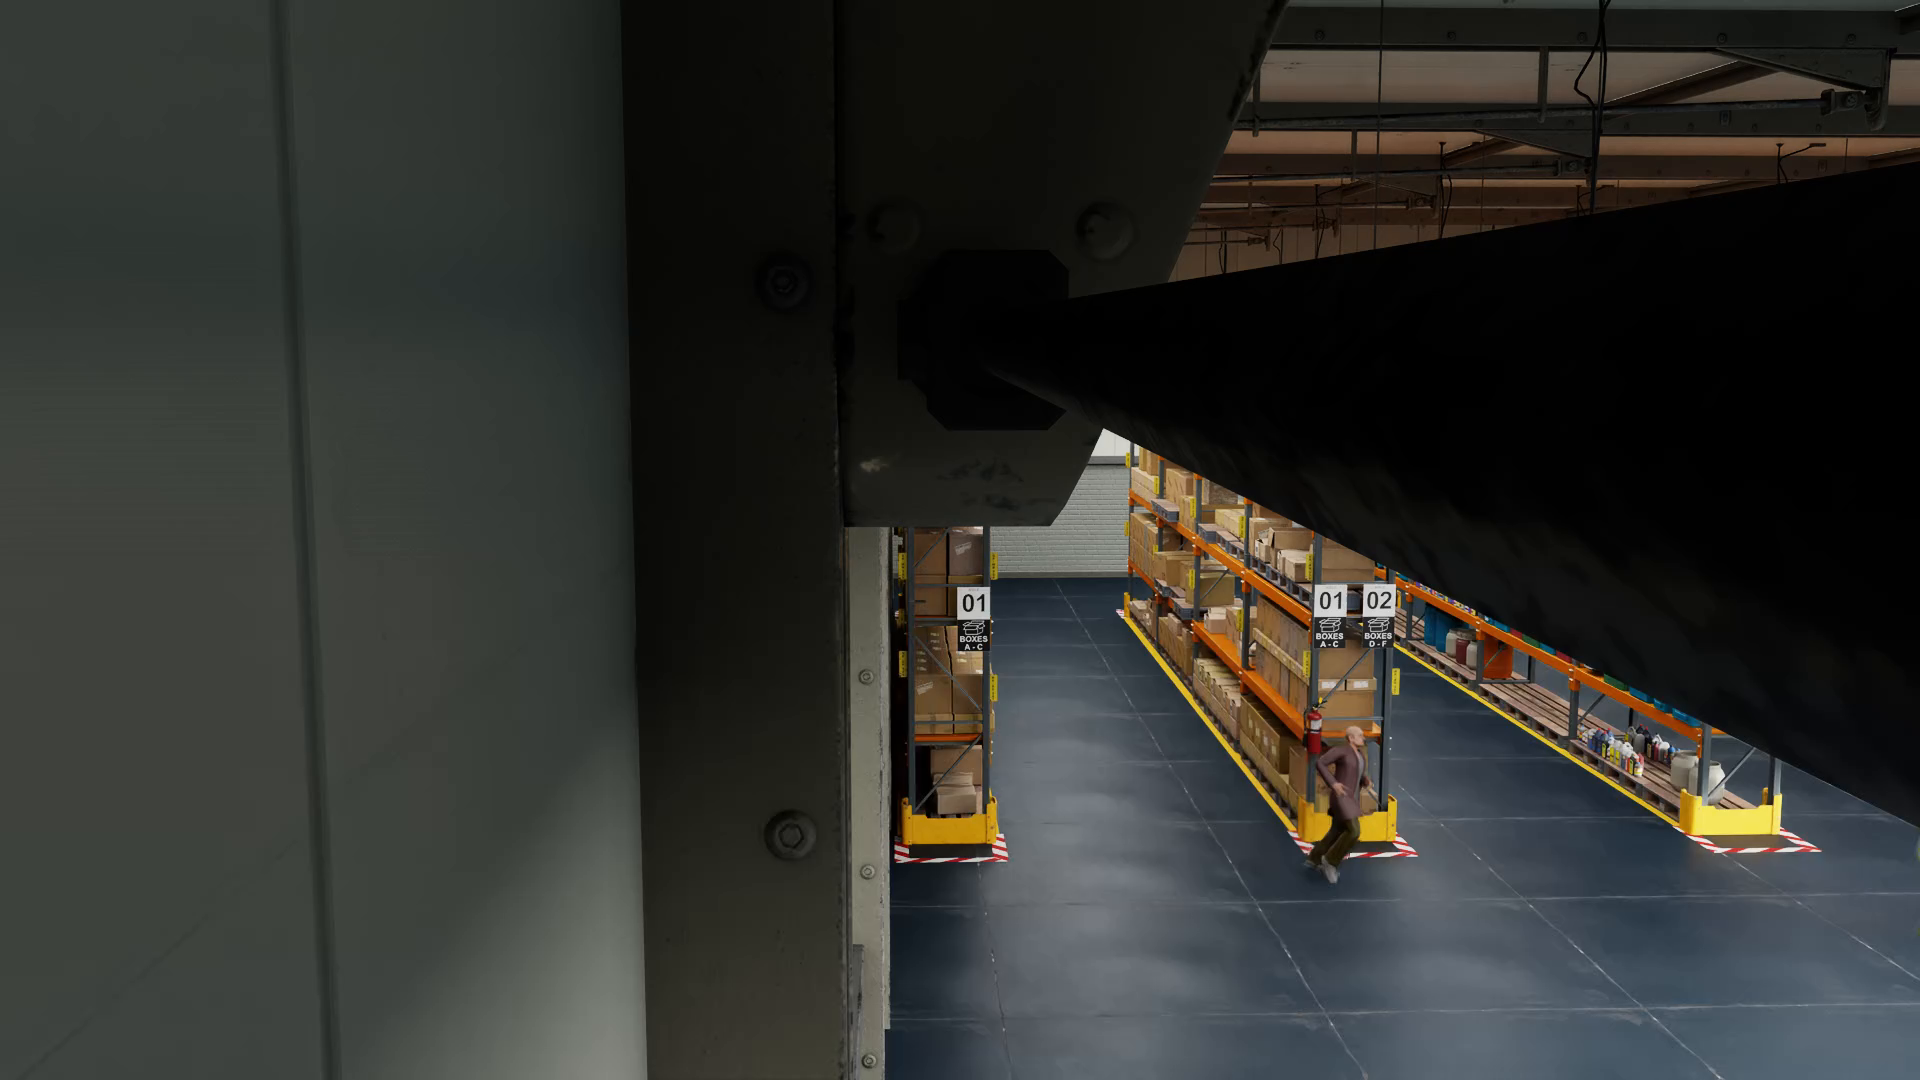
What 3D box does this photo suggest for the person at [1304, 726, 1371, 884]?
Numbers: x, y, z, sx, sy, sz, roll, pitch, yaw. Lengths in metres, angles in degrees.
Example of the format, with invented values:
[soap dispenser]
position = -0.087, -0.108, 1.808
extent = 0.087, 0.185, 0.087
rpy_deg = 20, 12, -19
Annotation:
[person]
position = 4.416, 3.029, 19.235
extent = 0.707, 1.771, 0.752
rpy_deg = 6, 9, 37
